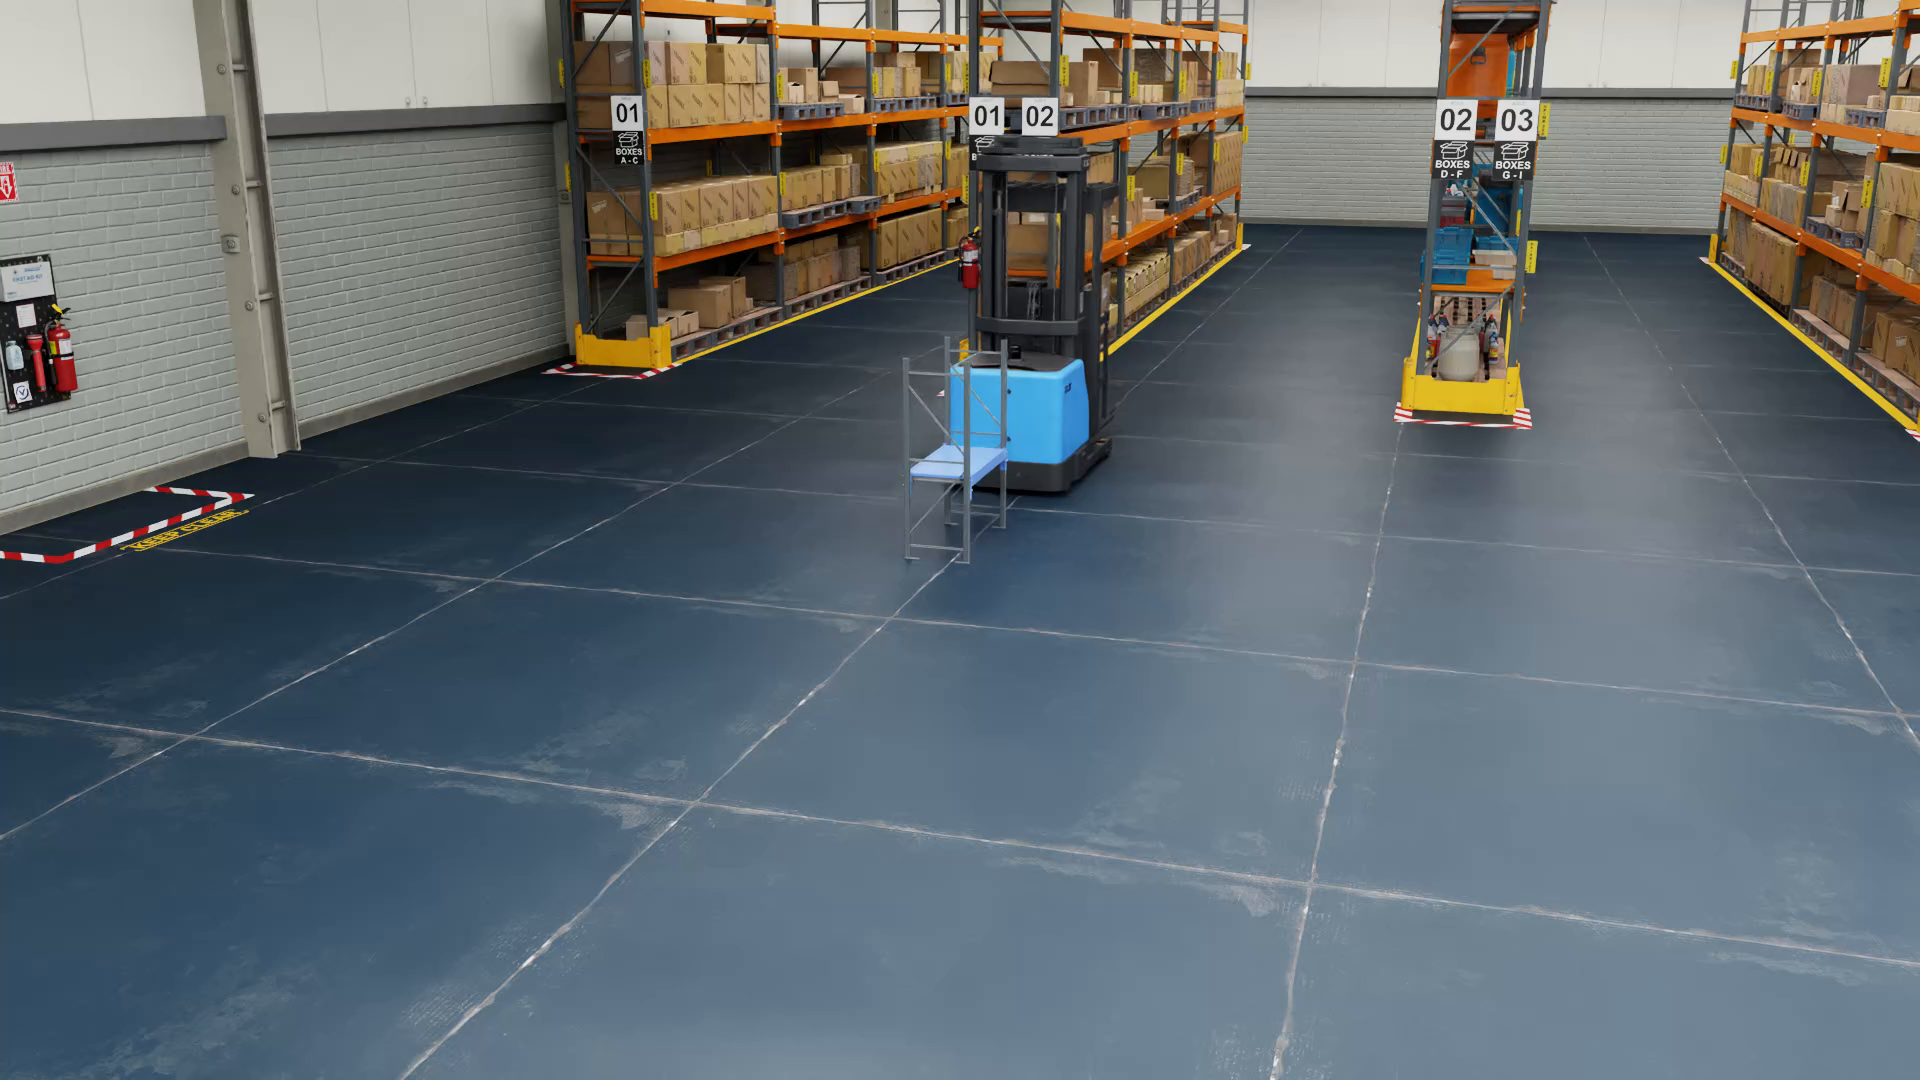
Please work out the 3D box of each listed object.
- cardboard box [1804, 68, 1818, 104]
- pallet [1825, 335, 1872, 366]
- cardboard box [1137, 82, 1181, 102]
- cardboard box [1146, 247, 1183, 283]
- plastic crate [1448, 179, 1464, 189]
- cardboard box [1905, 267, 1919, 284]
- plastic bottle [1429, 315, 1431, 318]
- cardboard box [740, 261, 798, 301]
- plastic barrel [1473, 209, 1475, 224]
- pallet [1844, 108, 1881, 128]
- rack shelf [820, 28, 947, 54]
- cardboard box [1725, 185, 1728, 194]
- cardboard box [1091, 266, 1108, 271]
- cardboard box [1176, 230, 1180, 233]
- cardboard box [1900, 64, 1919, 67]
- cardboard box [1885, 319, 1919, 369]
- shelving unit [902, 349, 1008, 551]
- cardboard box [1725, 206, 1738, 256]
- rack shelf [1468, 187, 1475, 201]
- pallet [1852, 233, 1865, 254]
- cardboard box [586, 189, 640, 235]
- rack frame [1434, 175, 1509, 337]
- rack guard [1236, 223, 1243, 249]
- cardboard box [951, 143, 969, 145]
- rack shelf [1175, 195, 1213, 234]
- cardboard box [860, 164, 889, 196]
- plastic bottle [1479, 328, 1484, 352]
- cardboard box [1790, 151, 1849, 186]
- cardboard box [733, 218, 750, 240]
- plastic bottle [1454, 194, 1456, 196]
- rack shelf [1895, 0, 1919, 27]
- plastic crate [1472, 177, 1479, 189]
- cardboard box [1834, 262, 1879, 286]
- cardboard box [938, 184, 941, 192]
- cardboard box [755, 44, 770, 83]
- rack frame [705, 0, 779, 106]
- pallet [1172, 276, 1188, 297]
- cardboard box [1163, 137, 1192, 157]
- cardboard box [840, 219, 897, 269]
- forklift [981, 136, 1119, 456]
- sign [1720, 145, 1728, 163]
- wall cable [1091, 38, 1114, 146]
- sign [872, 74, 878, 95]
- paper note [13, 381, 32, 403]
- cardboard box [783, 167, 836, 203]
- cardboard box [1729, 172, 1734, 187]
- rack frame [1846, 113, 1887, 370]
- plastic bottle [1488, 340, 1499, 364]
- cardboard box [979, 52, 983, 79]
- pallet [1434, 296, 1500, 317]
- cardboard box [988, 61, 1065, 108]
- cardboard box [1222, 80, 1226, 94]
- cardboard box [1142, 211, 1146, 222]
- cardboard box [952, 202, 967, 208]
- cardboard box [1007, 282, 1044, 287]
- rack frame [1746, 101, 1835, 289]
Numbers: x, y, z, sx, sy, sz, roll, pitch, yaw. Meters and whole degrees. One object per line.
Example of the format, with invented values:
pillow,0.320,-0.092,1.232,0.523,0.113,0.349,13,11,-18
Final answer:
cardboard box,12.629,-6.620,24.222,0.500,0.500,0.500,6,17,19
pallet,11.447,-2.345,20.710,1.003,0.211,1.213,5,16,16
cardboard box,2.958,-6.906,26.001,0.910,0.500,0.500,5,16,16
cardboard box,3.270,-4.404,26.635,0.500,0.500,0.500,5,17,18
plastic crate,8.557,-6.129,28.862,0.392,0.384,0.575,5,16,16
cardboard box,10.299,-2.806,17.687,0.380,0.149,0.250,5,16,16
plastic bottle,5.967,-2.716,21.103,0.097,0.271,0.097,0,16,0
cardboard box,-2.827,-3.838,24.638,0.700,0.500,0.500,5,17,18
plastic barrel,7.408,-4.571,23.243,0.421,0.512,0.421,0,16,0
pallet,11.796,-5.260,20.725,1.213,0.211,1.003,5,16,16
rack shelf,-1.315,-8.552,28.542,1.077,0.370,4.000,5,16,16
cardboard box,14.148,-6.367,30.239,0.380,0.149,0.250,4,16,15
cardboard box,1.856,-3.796,23.957,0.500,0.311,0.500,5,16,16
cardboard box,3.632,-5.246,29.603,0.500,0.500,0.500,4,16,13
cardboard box,12.177,-5.853,21.372,0.500,0.500,0.500,5,17,17
cardboard box,10.919,-2.230,19.006,0.500,0.500,0.500,11,19,33
shelving unit,-0.024,-0.699,12.546,0.538,1.308,1.030,5,16,16
cardboard box,14.532,-5.628,30.300,0.875,0.875,0.875,5,16,16
rack shelf,9.320,-6.231,30.260,0.919,0.124,3.809,5,16,16
pallet,11.584,-3.579,20.302,1.003,0.211,1.213,5,16,16
cardboard box,-4.227,-4.026,20.392,0.500,0.500,0.500,4,16,15
rack frame,6.481,-3.866,20.964,0.949,2.616,0.053,5,16,16
rack guard,5.119,-6.169,33.662,1.175,0.500,0.348,5,16,16
cardboard box,0.254,-7.784,34.228,0.980,0.700,0.700,5,17,18
rack shelf,3.435,-5.475,27.955,1.077,0.370,4.000,5,16,16
cardboard box,-1.500,-5.989,27.684,0.500,0.500,0.500,5,17,18
plastic bottle,6.273,-2.412,20.007,0.061,0.283,0.133,5,16,16
cardboard box,12.959,-5.596,25.040,0.797,0.503,0.637,5,17,18
cardboard box,-3.142,-4.162,22.246,0.500,0.250,0.500,5,16,16
plastic bottle,7.836,-5.332,26.345,0.061,0.283,0.133,5,16,16
rack shelf,10.658,-5.498,17.046,1.077,0.370,4.000,5,16,16
plastic crate,9.362,-6.317,29.710,0.437,0.282,0.530,5,16,16
cardboard box,12.061,-3.582,22.361,0.500,0.250,0.500,7,17,22
cardboard box,-0.572,-6.506,30.695,0.380,0.149,0.250,5,17,16
cardboard box,-2.903,-6.465,22.575,0.500,0.500,0.500,3,16,11
rack frame,-3.020,-7.521,22.855,1.000,3.000,0.127,5,16,16
pallet,3.115,-4.149,27.071,1.003,0.211,1.213,5,16,16
cardboard box,3.899,-7.026,30.089,0.500,0.500,0.500,5,17,16
cardboard box,-1.549,-5.031,28.241,0.750,0.750,0.750,4,16,15
forklift,0.801,-2.175,15.125,1.121,2.935,3.031,5,17,17
sign,14.107,-7.121,30.707,0.100,0.325,0.005,5,16,16
wall cable,2.340,-10.619,39.466,3.097,2.526,0.112,5,16,16
sign,-1.364,-7.331,26.733,0.100,0.325,0.005,5,16,16
paper note,-7.348,-1.161,13.038,0.016,0.148,0.142,5,16,16
cardboard box,-2.340,-5.490,25.698,0.700,0.500,0.500,5,16,16
cardboard box,14.100,-6.452,29.809,0.500,0.250,0.500,4,16,15
rack frame,11.227,-3.483,19.610,1.000,3.000,0.127,5,16,16
plastic bottle,6.155,-2.169,19.175,0.097,0.271,0.097,0,16,0
cardboard box,0.150,-9.276,32.488,0.500,0.500,0.500,4,16,13
pallet,7.357,-3.372,24.331,1.003,0.211,1.213,5,16,16
cardboard box,0.761,-5.117,18.662,0.797,0.503,0.637,6,17,20
cardboard box,4.520,-8.195,30.087,0.500,0.250,0.500,5,16,16
cardboard box,2.558,-4.839,24.854,0.380,0.149,0.250,6,17,20
cardboard box,-0.013,-6.811,33.967,0.380,0.149,0.250,5,16,16
cardboard box,0.730,-2.871,20.351,0.500,0.500,0.500,5,16,16
rack frame,13.500,-5.576,26.990,1.000,3.000,0.127,5,16,16
